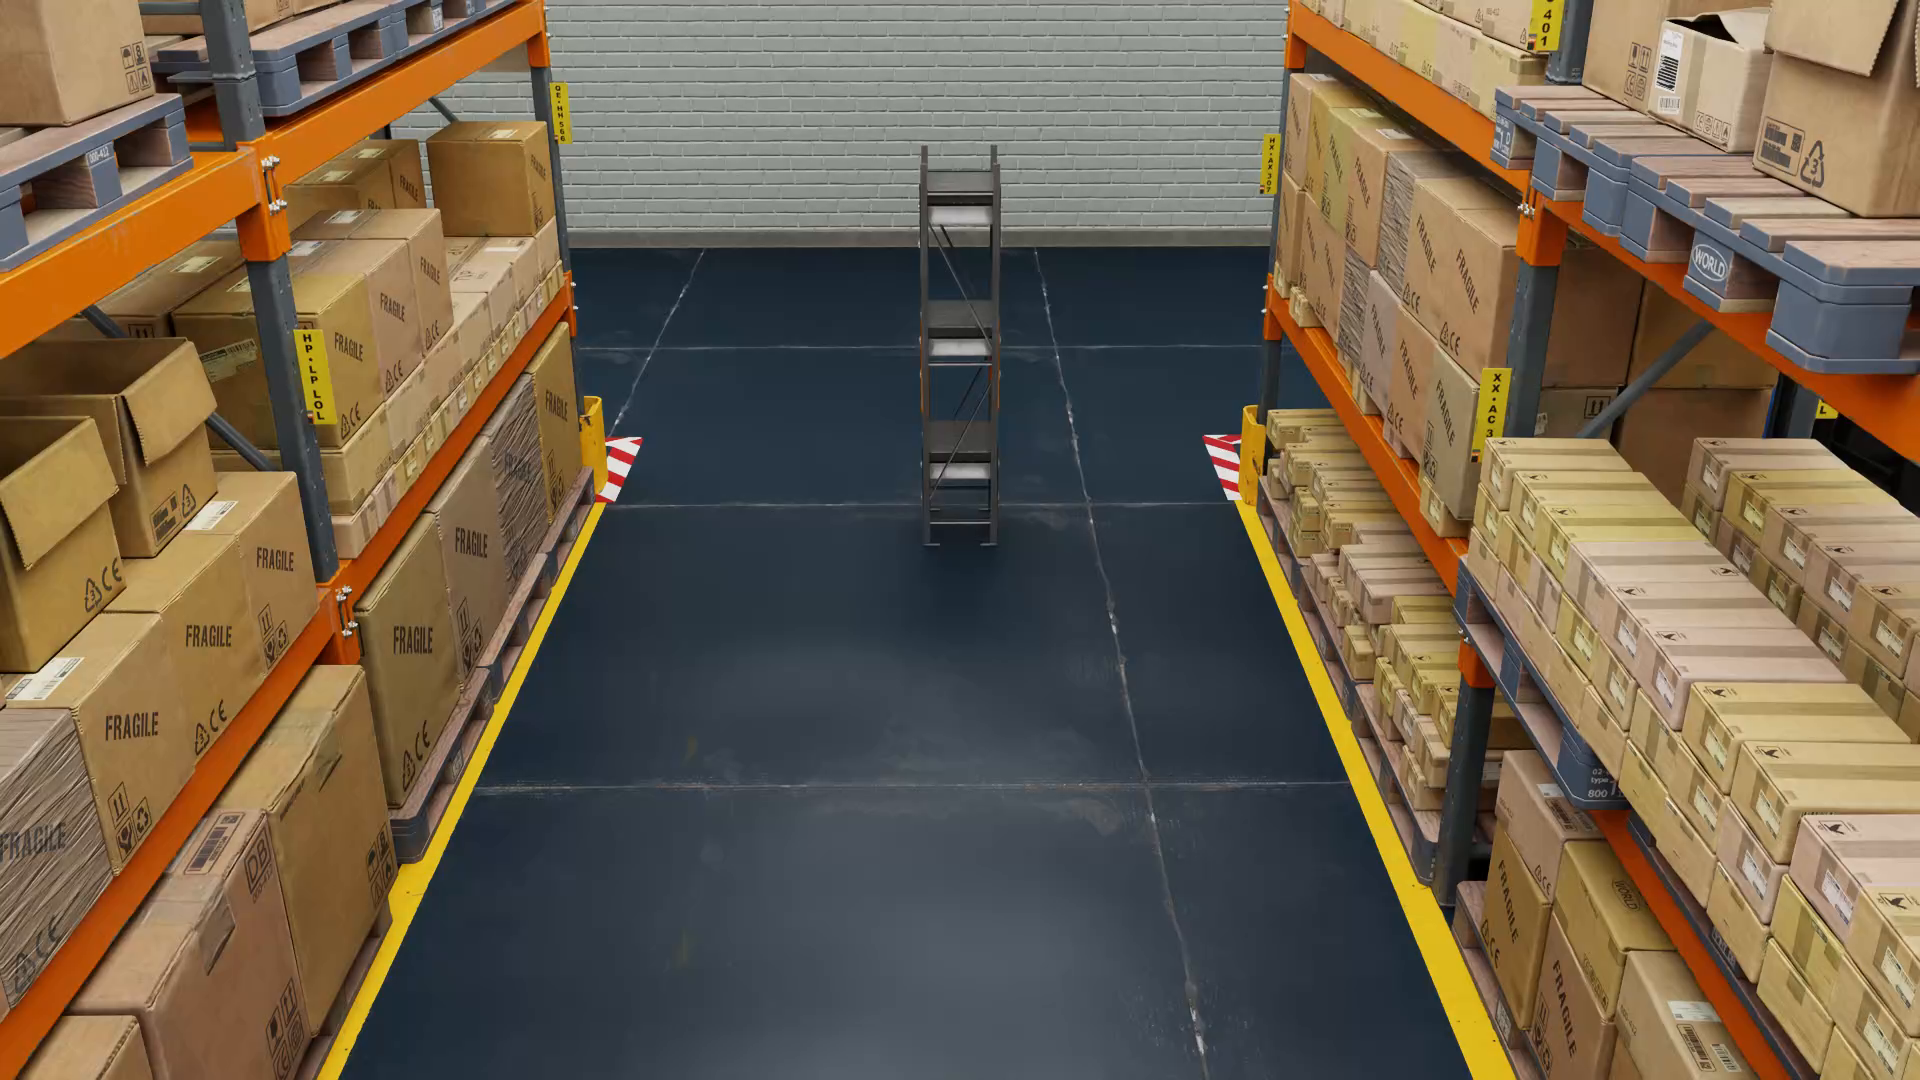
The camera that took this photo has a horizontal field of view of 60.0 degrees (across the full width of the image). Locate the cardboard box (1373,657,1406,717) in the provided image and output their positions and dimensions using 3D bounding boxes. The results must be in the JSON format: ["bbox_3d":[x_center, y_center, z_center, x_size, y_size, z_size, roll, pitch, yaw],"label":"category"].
[{"bbox_3d":[1.932,0.603,6.865,0.380,0.149,0.250,-1,24,-2],"label":"cardboard box"}]

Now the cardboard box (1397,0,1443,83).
[{"bbox_3d":[2.014,-1.933,6.426,0.500,0.250,0.500,-1,24,-1],"label":"cardboard box"}]

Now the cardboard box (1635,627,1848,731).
[{"bbox_3d":[1.849,0.330,3.953,0.380,0.149,0.250,1,24,1],"label":"cardboard box"}]

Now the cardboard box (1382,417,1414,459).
[{"bbox_3d":[1.986,-0.455,6.921,0.380,0.149,0.250,-1,24,-3],"label":"cardboard box"}]

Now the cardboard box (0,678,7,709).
[{"bbox_3d":[-2.638,0.261,3.694,0.797,0.503,0.637,1,24,1],"label":"cardboard box"}]

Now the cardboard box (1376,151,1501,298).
[{"bbox_3d":[2.011,-1.272,6.727,0.500,0.500,0.500,0,24,1],"label":"cardboard box"}]

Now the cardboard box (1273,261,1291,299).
[{"bbox_3d":[1.921,-1.418,9.049,0.380,0.149,0.250,0,24,-1],"label":"cardboard box"}]

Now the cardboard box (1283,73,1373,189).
[{"bbox_3d":[1.985,-2.118,8.596,0.500,0.500,0.500,0,24,-1],"label":"cardboard box"}]

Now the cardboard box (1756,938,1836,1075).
[{"bbox_3d":[1.860,0.929,3.350,0.380,0.149,0.250,-1,24,-3],"label":"cardboard box"}]

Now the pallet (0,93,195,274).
[{"bbox_3d":[-2.612,-0.940,4.281,0.805,0.209,1.217,-1,24,-3],"label":"pallet"}]

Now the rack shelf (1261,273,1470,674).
[{"bbox_3d":[2.267,-0.515,7.622,1.077,0.370,4.000,0,24,-1],"label":"rack shelf"}]

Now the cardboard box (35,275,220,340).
[{"bbox_3d":[-2.944,-0.635,5.926,0.500,0.500,0.500,0,24,1],"label":"cardboard box"}]

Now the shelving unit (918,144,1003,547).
[{"bbox_3d":[-0.002,-1.025,8.968,0.431,2.100,0.503,0,24,-1],"label":"shelving unit"}]

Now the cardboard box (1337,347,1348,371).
[{"bbox_3d":[2.008,-0.882,7.865,0.380,0.149,0.250,-1,24,-2],"label":"cardboard box"}]

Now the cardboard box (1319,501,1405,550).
[{"bbox_3d":[1.946,-0.071,7.995,0.380,0.149,0.250,0,24,0],"label":"cardboard box"}]

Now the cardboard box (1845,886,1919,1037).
[{"bbox_3d":[1.859,0.760,3.002,0.380,0.149,0.250,0,24,1],"label":"cardboard box"}]

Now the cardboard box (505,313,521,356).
[{"bbox_3d":[-2.369,-1.006,8.139,0.380,0.149,0.250,-1,24,-2],"label":"cardboard box"}]

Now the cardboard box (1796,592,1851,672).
[{"bbox_3d":[2.502,0.255,4.480,0.380,0.149,0.250,-1,24,-2],"label":"cardboard box"}]

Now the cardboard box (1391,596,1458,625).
[{"bbox_3d":[2.048,0.357,7.048,0.380,0.149,0.250,1,24,1],"label":"cardboard box"}]

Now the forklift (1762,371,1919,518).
[{"bbox_3d":[4.967,-1.071,8.061,1.130,2.935,3.031,-5,25,-10],"label":"forklift"}]

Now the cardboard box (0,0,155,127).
[{"bbox_3d":[-2.655,-1.403,4.441,0.700,0.500,0.500,0,24,1],"label":"cardboard box"}]

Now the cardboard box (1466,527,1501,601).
[{"bbox_3d":[1.834,0.069,5.253,0.380,0.149,0.250,-1,24,-3],"label":"cardboard box"}]

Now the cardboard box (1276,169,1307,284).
[{"bbox_3d":[1.974,-1.662,8.802,0.500,0.500,0.500,1,24,2],"label":"cardboard box"}]

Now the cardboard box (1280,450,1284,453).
[{"bbox_3d":[1.995,-0.478,9.256,0.380,0.149,0.250,1,24,2],"label":"cardboard box"}]

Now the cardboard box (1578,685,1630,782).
[{"bbox_3d":[1.846,0.494,4.312,0.380,0.149,0.250,-1,24,-3],"label":"cardboard box"}]

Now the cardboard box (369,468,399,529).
[{"bbox_3d":[-2.345,-0.155,6.258,0.380,0.149,0.250,-1,24,-2],"label":"cardboard box"}]

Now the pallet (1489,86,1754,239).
[{"bbox_3d":[2.189,-1.045,4.509,1.213,0.211,1.003,0,24,-1],"label":"pallet"}]

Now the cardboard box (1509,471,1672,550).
[{"bbox_3d":[1.843,-0.087,4.877,0.380,0.149,0.250,0,24,1],"label":"cardboard box"}]

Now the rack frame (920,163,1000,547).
[{"bbox_3d":[0.001,-0.924,8.746,0.400,2.100,0.015,0,24,-1],"label":"rack frame"}]

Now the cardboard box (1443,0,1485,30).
[{"bbox_3d":[2.036,-1.948,5.853,0.500,0.250,0.500,-1,24,-3],"label":"cardboard box"}]

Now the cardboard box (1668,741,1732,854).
[{"bbox_3d":[1.853,0.578,3.767,0.380,0.149,0.250,-1,24,-2],"label":"cardboard box"}]

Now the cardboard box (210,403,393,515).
[{"bbox_3d":[-2.415,-0.300,6.095,0.500,0.250,0.500,-1,24,-2],"label":"cardboard box"}]

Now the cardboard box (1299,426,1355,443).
[{"bbox_3d":[2.035,-0.500,8.943,0.380,0.149,0.250,0,24,0],"label":"cardboard box"}]

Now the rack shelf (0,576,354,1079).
[{"bbox_3d":[-2.650,1.114,4.020,1.077,0.370,4.000,0,24,-1],"label":"rack shelf"}]

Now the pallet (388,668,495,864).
[{"bbox_3d":[-2.602,0.919,6.963,1.003,0.211,1.213,0,24,-1],"label":"pallet"}]

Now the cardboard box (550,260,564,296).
[{"bbox_3d":[-2.382,-1.427,9.069,0.380,0.149,0.250,0,24,0],"label":"cardboard box"}]

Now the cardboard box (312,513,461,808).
[{"bbox_3d":[-2.599,0.466,6.648,0.875,0.875,0.875,0,24,-1],"label":"cardboard box"}]

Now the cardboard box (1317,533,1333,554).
[{"bbox_3d":[2.017,0.078,8.387,0.380,0.149,0.250,0,24,0],"label":"cardboard box"}]

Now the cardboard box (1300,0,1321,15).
[{"bbox_3d":[1.995,-2.779,8.297,0.500,0.250,0.500,1,24,1],"label":"cardboard box"}]

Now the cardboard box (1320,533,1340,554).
[{"bbox_3d":[2.024,-0.049,8.308,0.380,0.149,0.250,-1,24,-3],"label":"cardboard box"}]

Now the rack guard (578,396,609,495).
[{"bbox_3d":[-2.715,-0.557,9.876,1.175,0.500,0.348,0,24,-1],"label":"rack guard"}]

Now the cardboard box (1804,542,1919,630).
[{"bbox_3d":[2.497,0.123,4.411,0.380,0.149,0.250,0,24,-1],"label":"cardboard box"}]

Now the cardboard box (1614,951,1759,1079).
[{"bbox_3d":[2.043,1.322,4.300,0.500,0.250,0.500,1,24,1],"label":"cardboard box"}]

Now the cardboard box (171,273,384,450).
[{"bbox_3d":[-2.421,-0.646,5.948,0.500,0.500,0.500,0,24,-1],"label":"cardboard box"}]

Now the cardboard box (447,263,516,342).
[{"bbox_3d":[-2.434,-1.136,7.944,0.500,0.250,0.500,-1,24,-2],"label":"cardboard box"}]

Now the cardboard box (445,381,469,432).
[{"bbox_3d":[-2.357,-0.581,7.200,0.380,0.149,0.250,0,24,0],"label":"cardboard box"}]

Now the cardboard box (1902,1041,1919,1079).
[{"bbox_3d":[1.862,0.997,2.840,0.380,0.149,0.250,0,24,1],"label":"cardboard box"}]

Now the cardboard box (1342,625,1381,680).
[{"bbox_3d":[1.933,0.502,7.449,0.380,0.149,0.250,0,24,-1],"label":"cardboard box"}]

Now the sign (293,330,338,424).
[{"bbox_3d":[-2.129,-0.536,5.486,0.100,0.325,0.005,0,24,-1],"label":"sign"}]

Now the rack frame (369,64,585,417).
[{"bbox_3d":[-2.715,-1.686,9.339,1.000,3.000,0.127,0,24,-1],"label":"rack frame"}]

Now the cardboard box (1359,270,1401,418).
[{"bbox_3d":[1.993,-0.817,6.934,0.500,0.500,0.500,0,24,-1],"label":"cardboard box"}]

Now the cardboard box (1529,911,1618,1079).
[{"bbox_3d":[2.040,1.452,4.922,0.500,0.500,0.500,1,24,2],"label":"cardboard box"}]

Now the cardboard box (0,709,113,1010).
[{"bbox_3d":[-2.382,0.733,3.867,0.500,0.500,0.500,0,24,0],"label":"cardboard box"}]

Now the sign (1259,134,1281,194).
[{"bbox_3d":[1.703,-2.059,9.112,0.100,0.325,0.005,0,24,-1],"label":"sign"}]

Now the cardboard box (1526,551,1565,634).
[{"bbox_3d":[1.842,0.146,4.721,0.380,0.149,0.250,0,24,1],"label":"cardboard box"}]

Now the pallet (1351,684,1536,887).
[{"bbox_3d":[2.246,0.975,6.838,1.003,0.211,1.213,0,24,-1],"label":"pallet"}]
